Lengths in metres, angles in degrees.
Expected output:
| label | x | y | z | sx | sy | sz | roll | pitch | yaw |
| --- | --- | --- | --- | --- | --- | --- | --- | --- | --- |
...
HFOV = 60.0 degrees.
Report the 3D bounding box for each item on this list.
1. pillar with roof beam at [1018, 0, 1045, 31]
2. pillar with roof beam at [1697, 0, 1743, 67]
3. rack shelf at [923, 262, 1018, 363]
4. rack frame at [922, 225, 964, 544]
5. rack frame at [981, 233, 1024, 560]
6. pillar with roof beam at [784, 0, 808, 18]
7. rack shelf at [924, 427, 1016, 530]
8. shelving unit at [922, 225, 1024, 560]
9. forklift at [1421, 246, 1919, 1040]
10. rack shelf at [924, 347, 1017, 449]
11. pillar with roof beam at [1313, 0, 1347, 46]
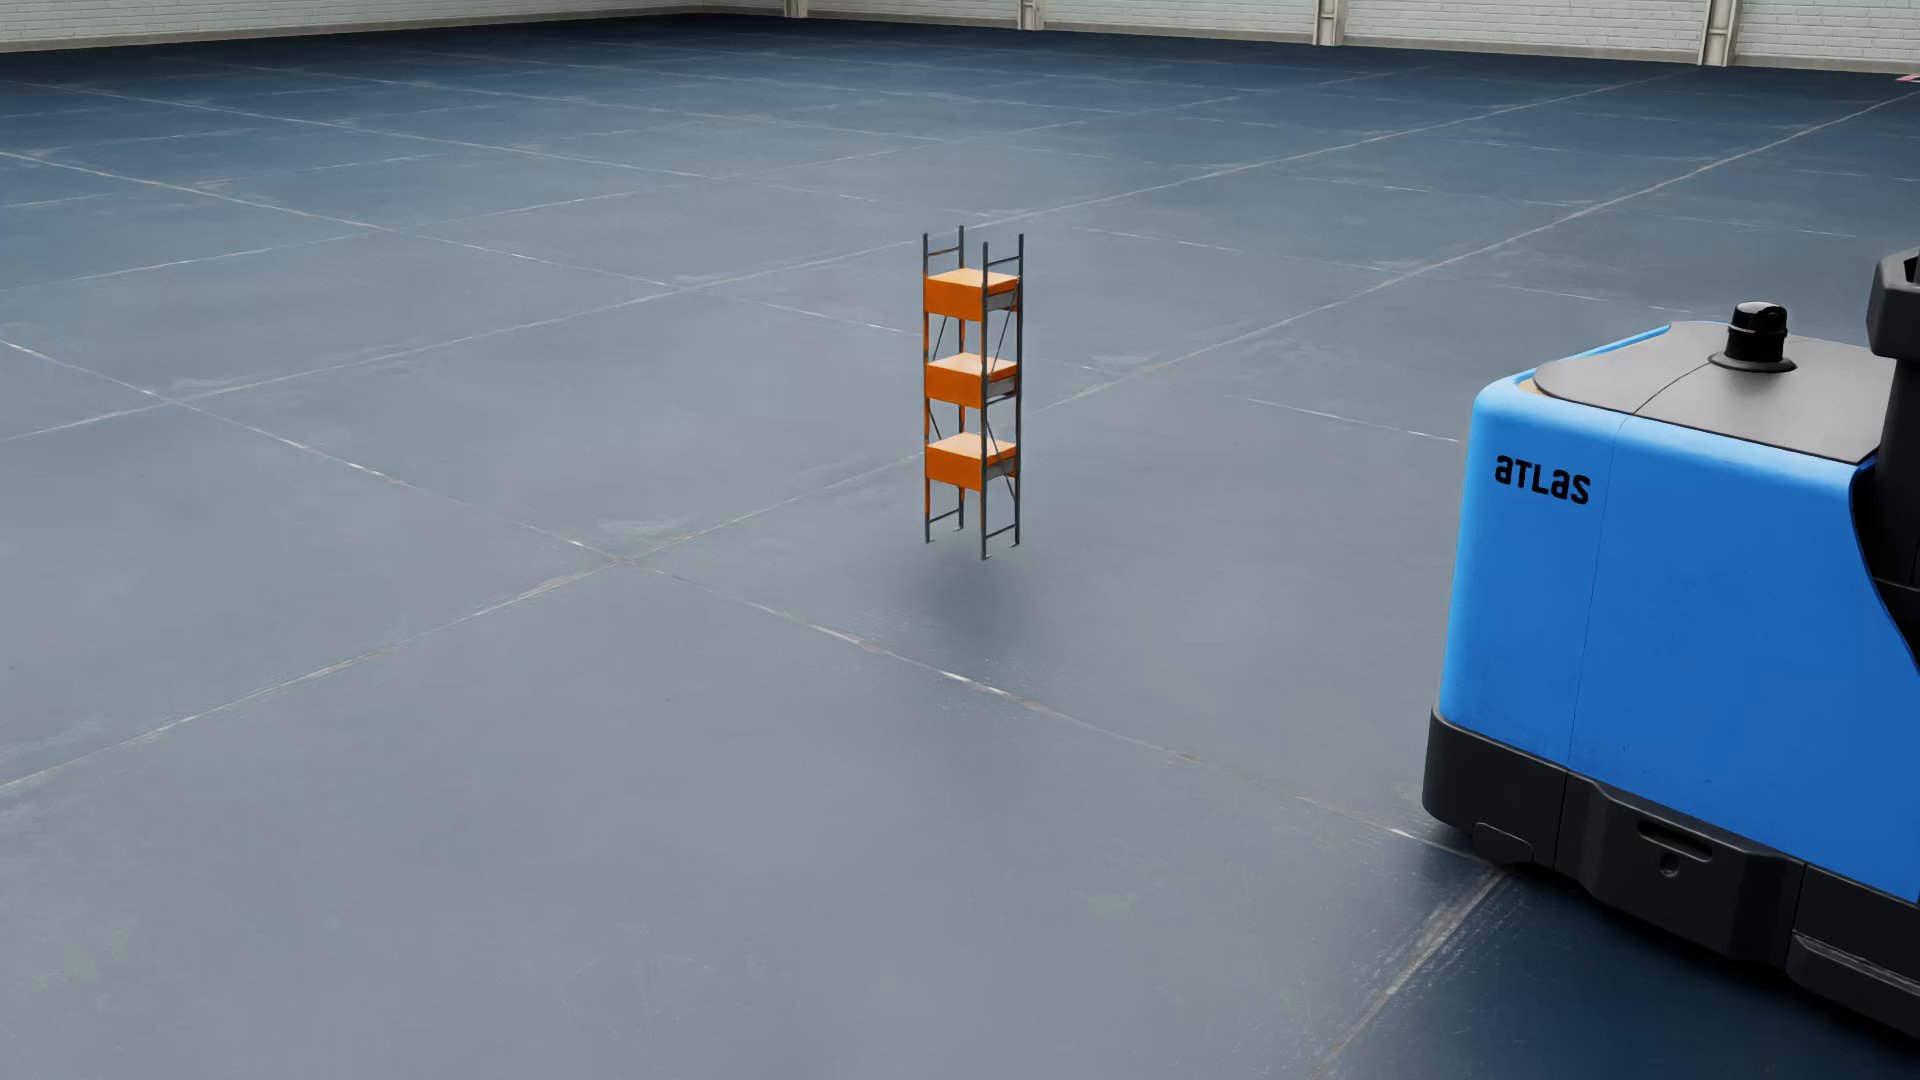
| label | x | y | z | sx | sy | sz | roll | pitch | yaw |
| --- | --- | --- | --- | --- | --- | --- | --- | --- | --- |
| pillar with roof beam | -1.419 | -12.378 | 25.738 | 0.400 | 9.000 | 9.100 | 16 | 26 | 36 |
| pillar with roof beam | 7.878 | -9.701 | 18.639 | 0.400 | 9.000 | 9.100 | 16 | 26 | 36 |
| rack shelf | 0.041 | -0.735 | 5.355 | 0.240 | 0.259 | 0.215 | 16 | 26 | 36 |
| rack frame | -0.053 | -0.507 | 5.523 | 0.008 | 1.050 | 0.200 | 16 | 26 | 36 |
| rack frame | 0.136 | -0.452 | 5.379 | 0.008 | 1.050 | 0.200 | 16 | 26 | 36 |
| pillar with roof beam | -6.067 | -13.716 | 29.288 | 0.400 | 9.000 | 9.100 | 16 | 26 | 36 |
| rack shelf | 0.041 | -0.209 | 5.553 | 0.240 | 0.259 | 0.215 | 16 | 26 | 36 |
| shelving unit | 0.041 | -0.479 | 5.451 | 0.252 | 1.050 | 0.215 | 16 | 26 | 36 |
| forklift | 2.425 | -0.418 | 2.623 | 1.130 | 2.935 | 3.031 | -18 | 27 | -39 |
| rack shelf | 0.041 | -0.469 | 5.455 | 0.240 | 0.259 | 0.215 | 16 | 26 | 36 |
| pillar with roof beam | 3.230 | -11.039 | 22.188 | 0.400 | 9.000 | 9.100 | 16 | 26 | 36 |
